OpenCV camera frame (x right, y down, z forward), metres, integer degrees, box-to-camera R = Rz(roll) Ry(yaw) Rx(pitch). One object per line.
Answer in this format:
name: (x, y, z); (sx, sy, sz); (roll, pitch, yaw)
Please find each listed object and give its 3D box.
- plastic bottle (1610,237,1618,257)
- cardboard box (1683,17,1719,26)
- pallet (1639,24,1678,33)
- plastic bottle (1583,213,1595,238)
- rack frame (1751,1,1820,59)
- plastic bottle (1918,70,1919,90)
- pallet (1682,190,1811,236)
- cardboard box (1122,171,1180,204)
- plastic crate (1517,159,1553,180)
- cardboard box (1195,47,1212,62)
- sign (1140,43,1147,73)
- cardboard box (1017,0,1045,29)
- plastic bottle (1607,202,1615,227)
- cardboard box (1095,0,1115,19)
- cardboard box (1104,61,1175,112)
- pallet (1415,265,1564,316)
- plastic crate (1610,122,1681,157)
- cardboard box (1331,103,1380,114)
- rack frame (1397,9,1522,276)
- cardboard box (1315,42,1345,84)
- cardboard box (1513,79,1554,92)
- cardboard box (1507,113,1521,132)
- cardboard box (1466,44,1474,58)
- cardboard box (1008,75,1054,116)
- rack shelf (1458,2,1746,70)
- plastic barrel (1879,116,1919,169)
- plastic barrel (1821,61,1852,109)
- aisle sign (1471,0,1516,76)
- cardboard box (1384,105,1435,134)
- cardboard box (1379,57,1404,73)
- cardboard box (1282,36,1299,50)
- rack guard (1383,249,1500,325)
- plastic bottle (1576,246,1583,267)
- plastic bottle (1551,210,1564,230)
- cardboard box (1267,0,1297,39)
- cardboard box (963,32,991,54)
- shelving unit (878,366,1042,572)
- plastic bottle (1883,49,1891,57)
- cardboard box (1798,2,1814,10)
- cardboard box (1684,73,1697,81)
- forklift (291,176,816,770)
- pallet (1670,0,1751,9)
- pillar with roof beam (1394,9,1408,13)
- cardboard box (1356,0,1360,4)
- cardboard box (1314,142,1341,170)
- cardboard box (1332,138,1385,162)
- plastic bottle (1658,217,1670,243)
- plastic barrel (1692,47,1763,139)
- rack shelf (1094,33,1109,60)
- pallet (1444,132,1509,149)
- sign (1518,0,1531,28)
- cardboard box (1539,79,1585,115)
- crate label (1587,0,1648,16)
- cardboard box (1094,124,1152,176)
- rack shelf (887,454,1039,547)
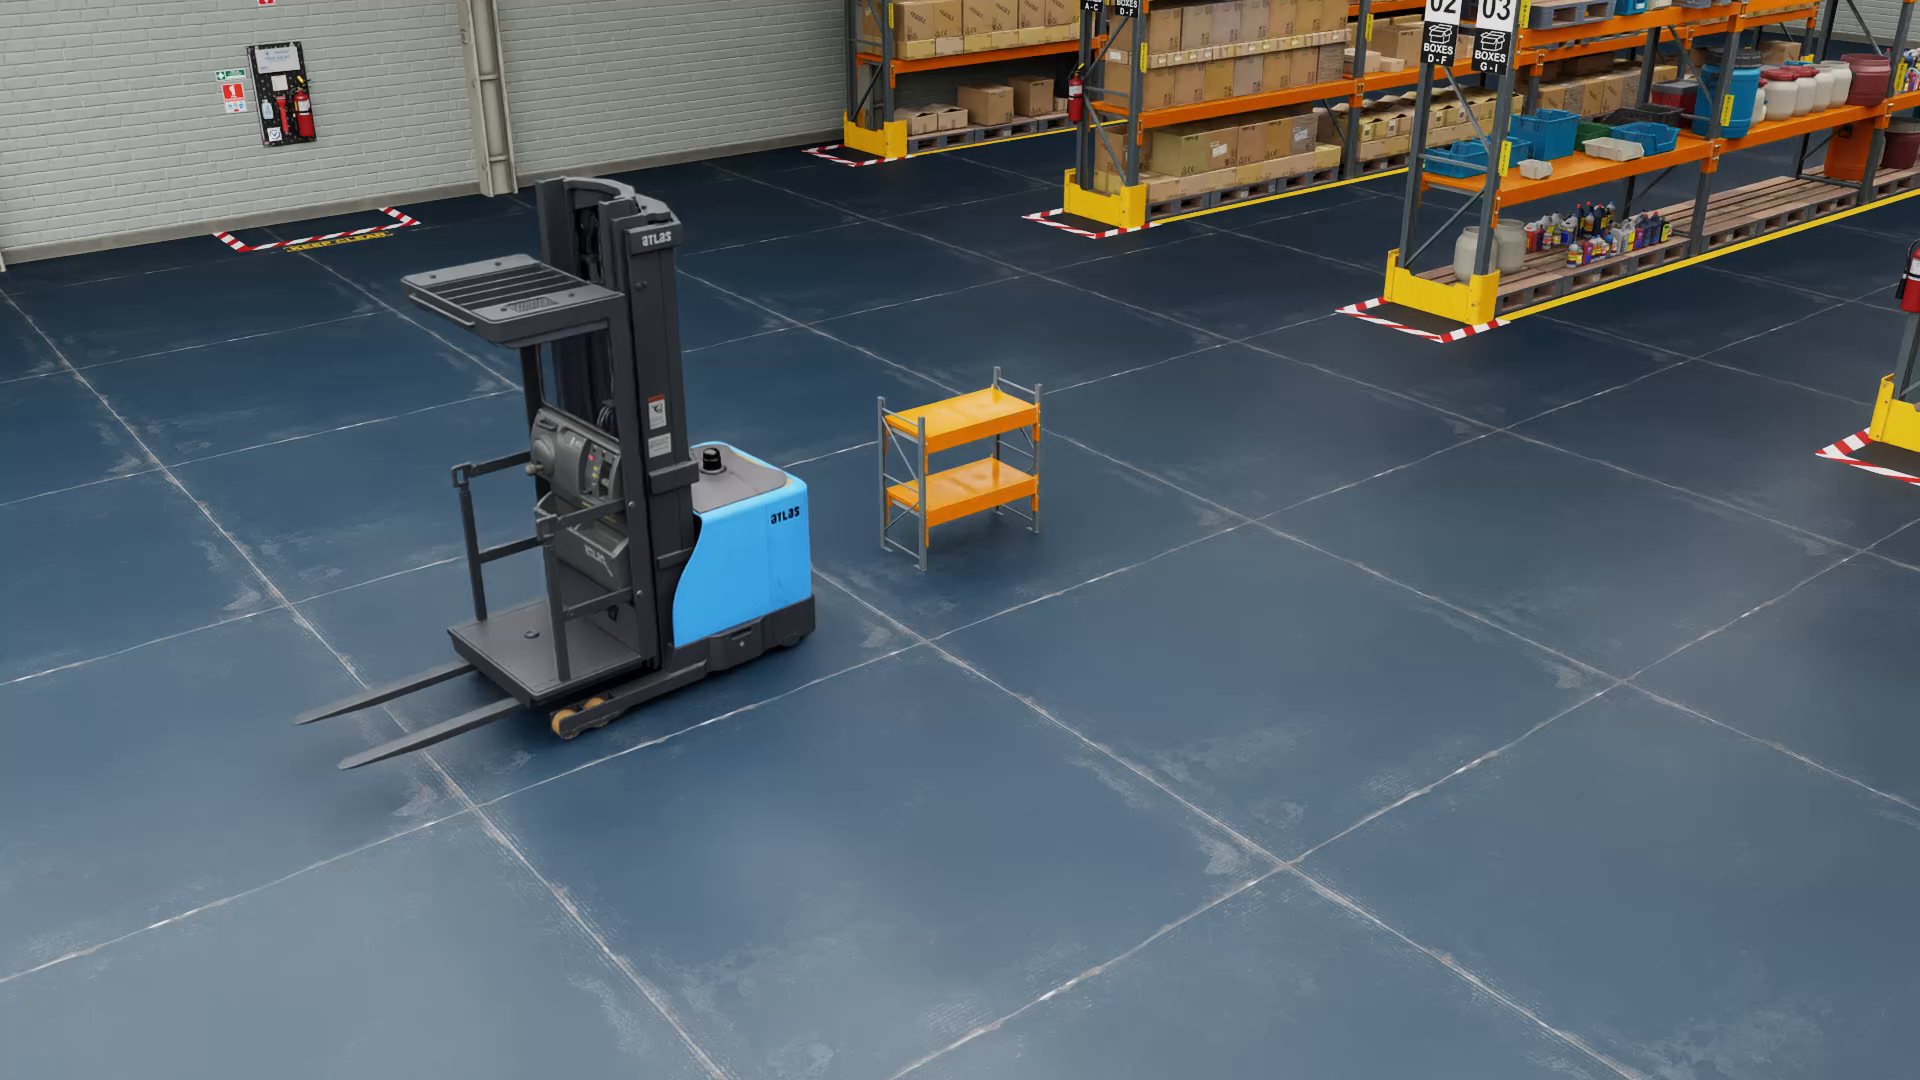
plastic bottle: (7.040, -3.170, 17.945); (0.097, 0.201, 0.097); (0, 25, 0)
cardboard box: (11.792, -8.524, 26.562); (0.500, 0.500, 0.500); (-17, 30, -33)
pallet: (10.526, -8.178, 26.163); (1.213, 0.211, 1.003); (-18, 31, -34)
plastic bottle: (7.050, -3.529, 18.635); (0.097, 0.271, 0.097); (0, 25, 0)
rack frame: (14.370, -9.476, 28.731); (0.127, 3.000, 1.000); (-18, 31, -34)
plastic bottle: (12.166, -5.848, 21.053); (0.133, 0.283, 0.061); (-18, 31, -34)
pallet: (9.536, -3.987, 20.218); (1.213, 0.211, 1.003); (-18, 31, -34)
cardboard box: (2.339, -4.328, 20.407); (0.500, 0.250, 0.500); (-18, 31, -34)
plastic crate: (5.736, -3.684, 16.565); (0.250, 0.136, 0.298); (-18, 31, -34)
cardboard box: (2.824, -5.888, 20.112); (0.250, 0.149, 0.380); (-19, 31, -35)
sign: (2.117, -5.562, 19.177); (0.005, 0.325, 0.100); (-18, 31, -34)
cardboard box: (0.894, -7.796, 24.375); (0.500, 0.500, 0.500); (-19, 31, -35)
plastic bottle: (7.460, -3.741, 19.093); (0.097, 0.271, 0.097); (0, 25, 0)
cardboard box: (2.289, -8.364, 25.695); (0.500, 0.500, 0.700); (-18, 30, -34)
cardboard box: (2.155, -5.482, 20.007); (0.500, 0.500, 0.700); (-18, 31, -34)
pallet: (5.507, -2.657, 17.352); (1.213, 0.211, 1.003); (-18, 31, -34)
plastic crate: (7.277, -4.272, 17.695); (0.616, 0.251, 0.499); (-18, 31, -34)
cardboard box: (5.475, -5.893, 23.114); (0.500, 0.311, 0.500); (-17, 30, -33)
rack frame: (4.833, -3.677, 16.238); (0.127, 3.000, 1.000); (-18, 31, -34)
cardboard box: (4.582, -6.286, 21.740); (0.500, 0.500, 0.700); (-19, 31, -35)
cardboard box: (8.666, -6.784, 25.378); (0.500, 0.500, 0.500); (-17, 30, -32)
cardboard box: (7.811, -6.123, 24.275); (0.500, 0.250, 0.500); (-17, 30, -33)
cardboard box: (7.106, -6.934, 23.552); (0.250, 0.149, 0.380); (-16, 29, -30)
cardboard box: (1.076, -6.781, 25.372); (0.500, 0.500, 0.500); (-21, 32, -38)
rack shelf: (6.407, -5.231, 16.877); (4.000, 0.370, 1.077); (-18, 31, -34)
plastic barrel: (12.392, -5.278, 22.053); (0.708, 0.588, 0.600); (-18, 31, -34)
plastic barrel: (10.451, -5.468, 19.964); (0.421, 0.512, 0.421); (0, 25, 0)
aisle sign: (4.957, -4.741, 15.441); (0.004, 0.787, 0.394); (-18, 31, -34)
cardboard box: (6.210, -5.844, 23.007); (0.500, 0.311, 0.500); (-19, 31, -36)
cardboard box: (5.751, -6.407, 22.417); (0.250, 0.149, 0.380); (-18, 31, -34)
cardboard box: (4.044, -6.293, 20.983); (0.250, 0.149, 0.380); (-18, 31, -34)
rack guard: (4.864, -2.579, 16.840); (0.348, 0.500, 1.175); (-18, 31, -34)
plastic bottle: (6.534, -3.002, 17.585); (0.097, 0.201, 0.097); (0, 25, 0)
plastic bottle: (6.607, -3.483, 18.442); (0.185, 0.351, 0.144); (-19, 31, -34)
cardboard box: (3.791, -6.613, 20.904); (0.500, 0.500, 0.700); (-18, 31, -34)
cardboard box: (0.104, -7.192, 23.965); (0.500, 0.250, 0.500); (-19, 31, -35)
shelving unit: (0.005, -0.512, 11.644); (1.048, 1.125, 0.538); (-18, 31, -34)
plastic bottle: (12.234, -6.304, 21.956); (0.185, 0.351, 0.144); (-18, 31, -34)
cardboard box: (14.186, -9.314, 28.265); (0.500, 0.500, 0.500); (-17, 30, -32)
cardboard box: (11.686, -7.454, 27.046); (0.500, 0.311, 0.500); (-18, 31, -34)
forklift: (-2.349, -0.448, 9.360); (3.031, 2.935, 1.130); (-21, 32, -37)
pallet: (7.473, -5.772, 17.411); (1.003, 0.211, 1.213); (-18, 31, -34)
pillar with roof beam: (10.836, -11.840, 26.699); (0.400, 9.000, 9.100); (-18, 31, -34)
cardboard box: (6.829, -9.409, 28.863); (0.250, 0.149, 0.380); (-17, 30, -32)
cardboard box: (4.697, -5.109, 22.089); (0.500, 0.250, 0.500); (-18, 31, -34)
cardboard box: (5.398, -5.324, 22.554); (0.500, 0.250, 0.500); (-19, 31, -35)
plastic bottle: (7.806, -3.450, 18.451); (0.133, 0.283, 0.061); (-17, 30, -32)
plastic barrel: (8.472, -4.944, 18.371); (0.708, 0.901, 0.600); (-18, 31, -34)
rack shelf: (3.441, -8.192, 26.819); (4.000, 0.370, 1.077); (-18, 31, -34)
pallet: (7.403, -5.932, 24.407); (1.213, 0.211, 1.003); (-18, 31, -34)
sign: (5.169, -4.859, 15.209); (0.005, 0.325, 0.100); (-18, 31, -34)
cardboard box: (9.018, -6.625, 25.035); (0.500, 0.500, 0.500); (-20, 31, -36)
crate label: (6.510, -5.347, 16.449); (0.408, 0.251, 0.502); (-18, 31, -34)
cardboard box: (2.018, -4.841, 20.621); (0.500, 0.500, 0.500); (-18, 31, -34)
rack shelf: (0.005, -0.290, 11.747); (1.000, 0.278, 0.538); (-18, 31, -34)
